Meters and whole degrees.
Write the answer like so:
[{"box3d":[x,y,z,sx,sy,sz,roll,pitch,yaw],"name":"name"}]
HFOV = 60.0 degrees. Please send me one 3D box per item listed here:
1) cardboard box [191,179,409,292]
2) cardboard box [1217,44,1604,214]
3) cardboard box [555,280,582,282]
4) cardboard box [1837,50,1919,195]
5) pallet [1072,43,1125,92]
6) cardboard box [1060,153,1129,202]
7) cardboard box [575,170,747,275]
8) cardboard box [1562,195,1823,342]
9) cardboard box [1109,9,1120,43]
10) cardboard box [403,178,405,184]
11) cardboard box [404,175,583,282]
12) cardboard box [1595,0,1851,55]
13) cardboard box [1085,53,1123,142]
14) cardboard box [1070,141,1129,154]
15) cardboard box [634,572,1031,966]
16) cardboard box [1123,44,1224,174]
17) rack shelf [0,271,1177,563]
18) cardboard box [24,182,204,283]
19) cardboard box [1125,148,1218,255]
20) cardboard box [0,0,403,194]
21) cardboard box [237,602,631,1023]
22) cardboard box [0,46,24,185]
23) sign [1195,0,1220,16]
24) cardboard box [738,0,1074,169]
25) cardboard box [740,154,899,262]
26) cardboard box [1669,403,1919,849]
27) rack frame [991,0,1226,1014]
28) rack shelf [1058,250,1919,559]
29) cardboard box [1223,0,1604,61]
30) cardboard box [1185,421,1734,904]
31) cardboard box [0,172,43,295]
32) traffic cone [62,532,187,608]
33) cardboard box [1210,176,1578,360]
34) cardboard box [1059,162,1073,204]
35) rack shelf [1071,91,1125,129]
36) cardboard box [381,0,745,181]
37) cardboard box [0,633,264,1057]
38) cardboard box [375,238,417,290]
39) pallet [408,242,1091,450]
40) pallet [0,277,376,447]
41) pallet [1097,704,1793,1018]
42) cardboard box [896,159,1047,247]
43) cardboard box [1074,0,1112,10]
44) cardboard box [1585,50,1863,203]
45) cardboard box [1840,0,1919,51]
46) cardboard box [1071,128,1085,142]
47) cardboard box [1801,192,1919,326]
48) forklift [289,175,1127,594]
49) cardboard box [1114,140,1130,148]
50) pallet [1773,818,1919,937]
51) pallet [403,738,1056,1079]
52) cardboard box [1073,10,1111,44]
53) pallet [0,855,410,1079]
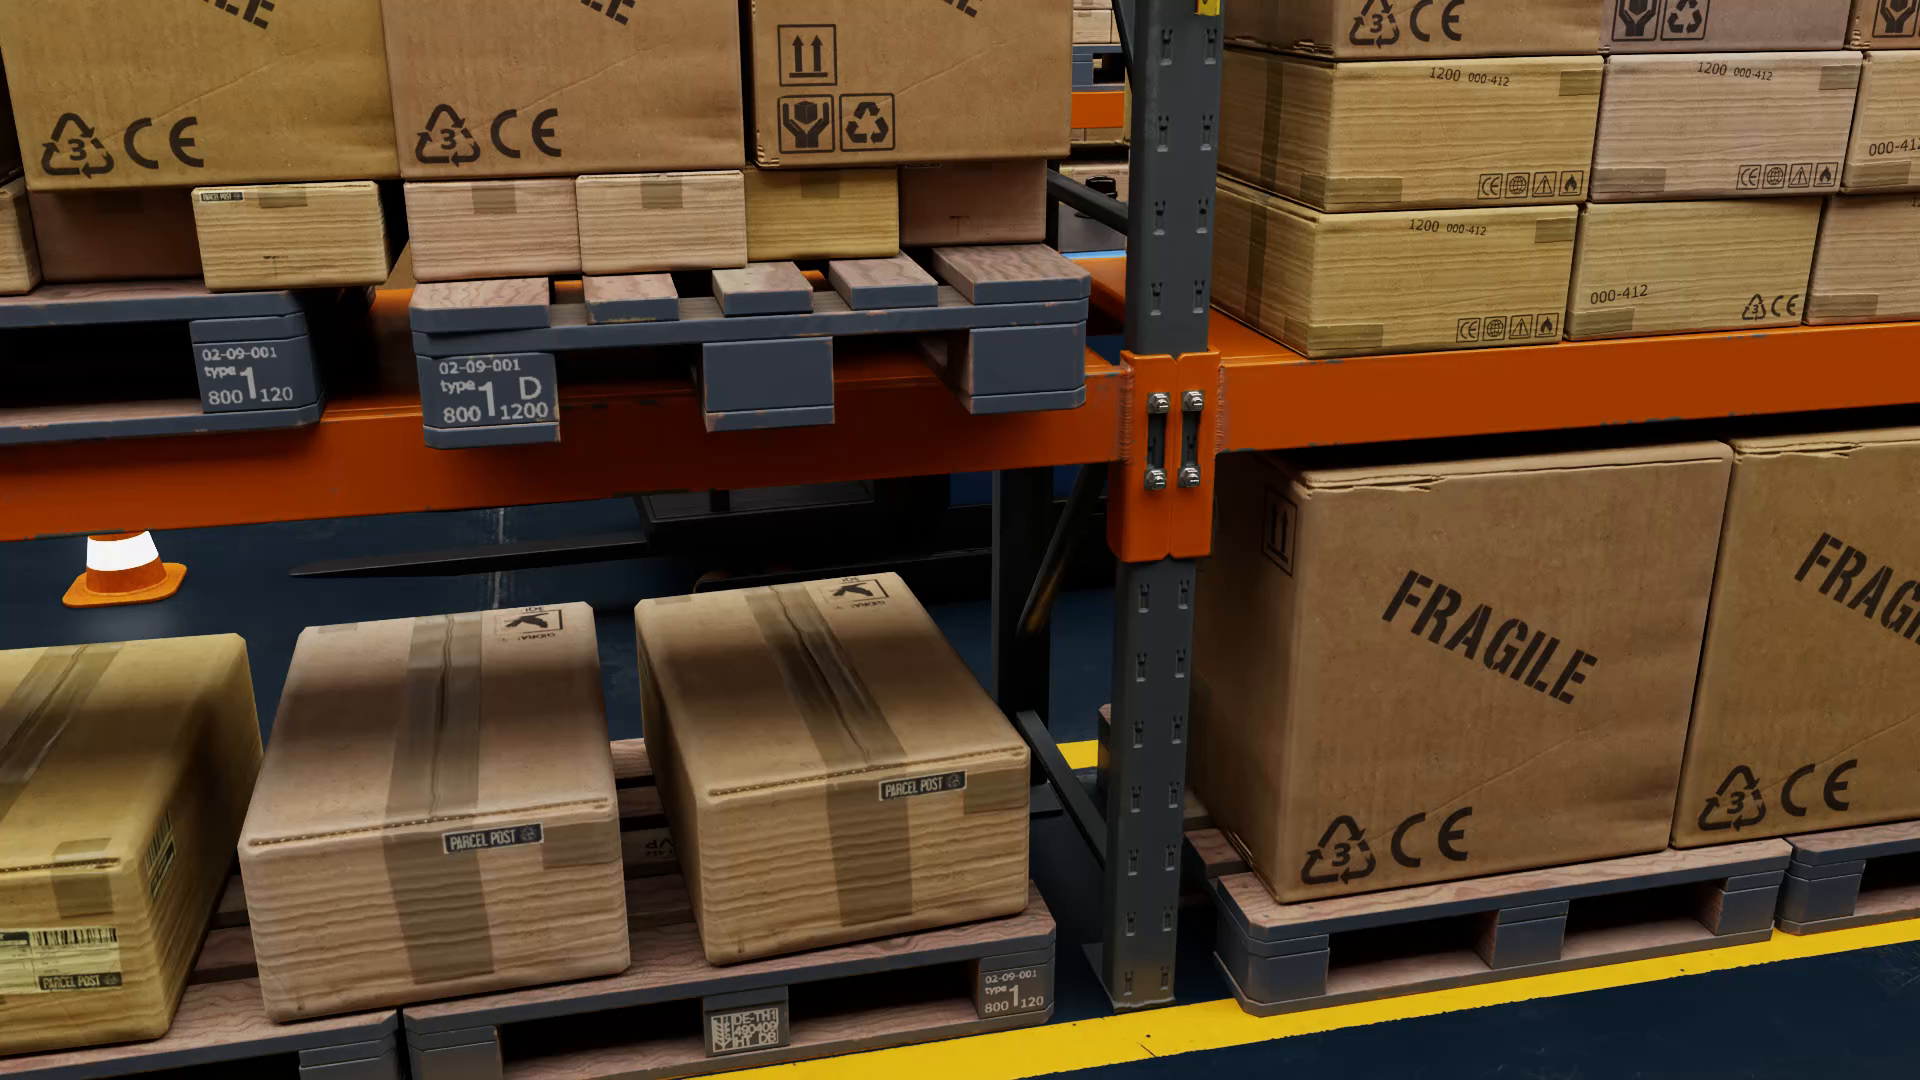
[{"box3d":[-1.005,-0.499,2.570,0.250,0.149,0.380,-4,21,-12],"name":"cardboard box"},{"box3d":[0.800,-0.770,3.047,0.500,0.250,0.500,-5,21,-13],"name":"cardboard box"},{"box3d":[-1.601,-1.420,7.990,0.750,0.750,1.050,-5,21,-13],"name":"cardboard box"},{"box3d":[1.791,-0.846,3.254,0.500,0.250,0.500,-5,21,-13],"name":"cardboard box"},{"box3d":[0.930,-2.377,8.223,1.213,0.211,1.003,-5,21,-12],"name":"pallet"},{"box3d":[0.718,-1.721,8.086,0.500,0.250,0.500,-4,21,-12],"name":"cardboard box"},{"box3d":[-0.494,-0.542,2.689,0.250,0.149,0.380,-5,21,-13],"name":"cardboard box"},{"box3d":[1.280,-0.579,3.252,0.500,0.250,0.500,-5,21,-14],"name":"cardboard box"},{"box3d":[0.784,-2.450,7.896,0.250,0.149,0.380,-4,21,-12],"name":"cardboard box"},{"box3d":[-0.941,-0.732,3.206,0.250,0.149,0.380,-5,21,-12],"name":"cardboard box"},{"box3d":[-0.741,-0.525,2.642,0.250,0.149,0.380,-6,21,-15],"name":"cardboard box"},{"box3d":[1.267,-1.164,3.033,0.500,0.500,0.500,-5,21,-12],"name":"cardboard box"},{"box3d":[1.244,-3.424,13.280,0.875,0.875,1.225,-5,21,-12],"name":"cardboard box"},{"box3d":[0.605,-1.893,8.555,0.500,0.250,0.500,-4,21,-11],"name":"cardboard box"},{"box3d":[-0.302,0.430,3.490,0.625,0.372,0.950,-6,21,-16],"name":"cardboard box"},{"box3d":[0.663,-0.936,3.500,0.500,0.250,0.500,-5,21,-13],"name":"cardboard box"},{"box3d":[-1.696,-0.152,2.915,4.000,0.370,1.077,-5,21,-12],"name":"rack shelf"},{"box3d":[-1.279,-0.521,2.630,0.250,0.149,0.380,-4,21,-12],"name":"cardboard box"},{"box3d":[0.683,-0.705,3.596,0.500,0.250,0.500,-5,21,-14],"name":"cardboard box"},{"box3d":[-1.120,-0.818,2.499,0.500,0.500,0.500,-6,21,-16],"name":"cardboard box"},{"box3d":[-1.018,0.491,3.323,0.625,0.372,0.950,-5,21,-14],"name":"cardboard box"},{"box3d":[-1.651,-0.775,2.381,0.500,0.500,0.500,-6,21,-15],"name":"cardboard box"},{"box3d":[0.384,-0.974,2.544,0.005,0.325,0.100,-5,21,-12],"name":"sign"},{"box3d":[-0.128,-0.903,2.730,0.500,0.500,0.500,-5,21,-14],"name":"cardboard box"},{"box3d":[-0.259,-0.577,2.784,0.250,0.149,0.380,-4,21,-12],"name":"cardboard box"},{"box3d":[1.810,0.056,3.779,0.875,0.875,0.875,-4,21,-12],"name":"cardboard box"},{"box3d":[0.250,-0.648,3.223,0.127,3.000,1.000,-5,21,-12],"name":"rack frame"},{"box3d":[2.196,-0.469,3.779,4.000,0.370,1.077,-5,21,-12],"name":"rack shelf"},{"box3d":[0.786,-1.122,2.917,0.500,0.500,0.500,-5,21,-14],"name":"cardboard box"},{"box3d":[0.941,0.125,3.590,0.875,0.875,0.875,-5,21,-13],"name":"cardboard box"},{"box3d":[-1.504,-0.474,2.501,0.250,0.149,0.380,-5,21,-14],"name":"cardboard box"},{"box3d":[-2.706,-0.065,5.319,0.334,0.463,0.336,-5,21,-12],"name":"traffic cone"},{"box3d":[0.784,-0.532,3.125,0.500,0.250,0.500,-5,21,-13],"name":"cardboard box"},{"box3d":[0.233,-1.686,7.991,0.500,0.250,0.500,-5,21,-13],"name":"cardboard box"},{"box3d":[0.959,-2.118,8.281,4.000,0.370,1.077,-5,21,-12],"name":"rack shelf"},{"box3d":[-0.629,-0.858,2.609,0.500,0.500,0.500,-5,21,-13],"name":"cardboard box"},{"box3d":[-1.758,0.549,3.165,0.625,0.372,0.950,-4,20,-11],"name":"cardboard box"},{"box3d":[-2.451,-1.350,7.798,0.750,0.750,1.050,-4,21,-12],"name":"cardboard box"},{"box3d":[-0.419,-0.466,3.005,1.003,0.211,1.213,-5,21,-12],"name":"pallet"},{"box3d":[-1.667,-0.388,2.791,1.213,0.211,1.003,-5,21,-12],"name":"pallet"},{"box3d":[1.035,0.624,3.804,1.213,0.211,1.003,-5,21,-12],"name":"pallet"},{"box3d":[-0.015,-0.623,2.908,0.250,0.149,0.380,-4,20,-10],"name":"cardboard box"},{"box3d":[0.540,-2.571,7.794,0.250,0.149,0.380,-5,21,-12],"name":"cardboard box"},{"box3d":[1.303,-0.811,3.158,0.500,0.250,0.500,-4,21,-11],"name":"cardboard box"},{"box3d":[1.774,-1.200,3.131,0.500,0.500,0.500,-4,21,-11],"name":"cardboard box"},{"box3d":[0.375,-3.353,13.086,0.875,0.875,1.225,-5,21,-14],"name":"cardboard box"},{"box3d":[1.792,-0.618,3.360,0.500,0.250,0.500,-4,20,-11],"name":"cardboard box"},{"box3d":[-0.606,-1.316,5.147,3.031,2.935,1.130,-6,21,-15],"name":"forklift"},{"box3d":[1.111,-1.937,8.676,0.500,0.250,0.500,-4,20,-10],"name":"cardboard box"},{"box3d":[2.220,0.529,4.065,1.213,0.211,1.003,-5,21,-12],"name":"pallet"},{"box3d":[-0.511,0.722,3.535,1.213,0.211,1.003,-5,21,-12],"name":"pallet"},{"box3d":[0.539,-2.431,7.844,0.250,0.149,0.380,-4,20,-11],"name":"cardboard box"},{"box3d":[-1.696,0.818,3.275,1.213,0.211,1.003,-5,21,-12],"name":"pallet"}]
